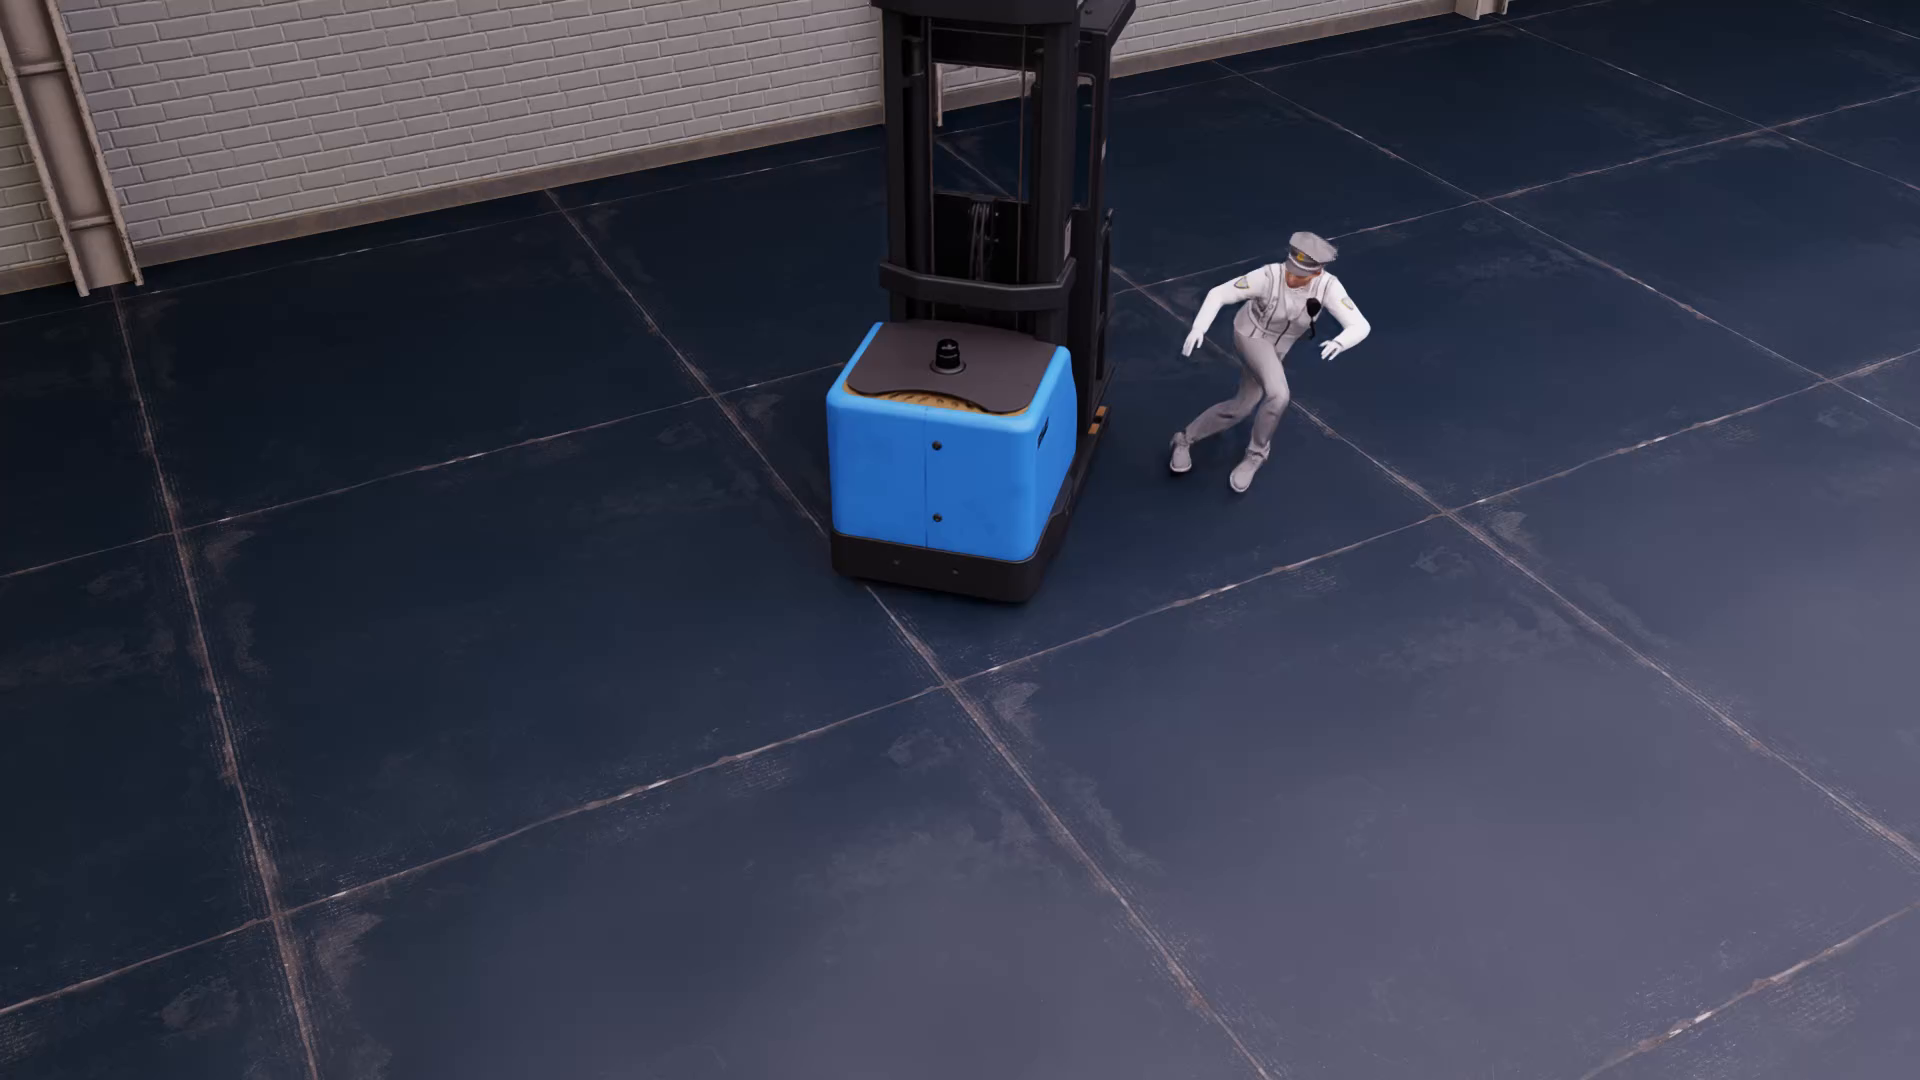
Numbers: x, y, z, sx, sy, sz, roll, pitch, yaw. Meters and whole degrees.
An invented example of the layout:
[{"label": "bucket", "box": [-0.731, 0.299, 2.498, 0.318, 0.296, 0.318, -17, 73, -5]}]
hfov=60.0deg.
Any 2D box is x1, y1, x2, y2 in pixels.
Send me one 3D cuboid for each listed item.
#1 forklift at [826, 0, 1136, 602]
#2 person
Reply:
[{"label": "forklift", "box": [0.239, -1.742, 8.588, 1.130, 2.935, 3.031, 9, 36, 13]}, {"label": "person", "box": [1.596, -0.924, 8.693, 0.916, 1.429, 0.838, -9, 36, -12]}]
